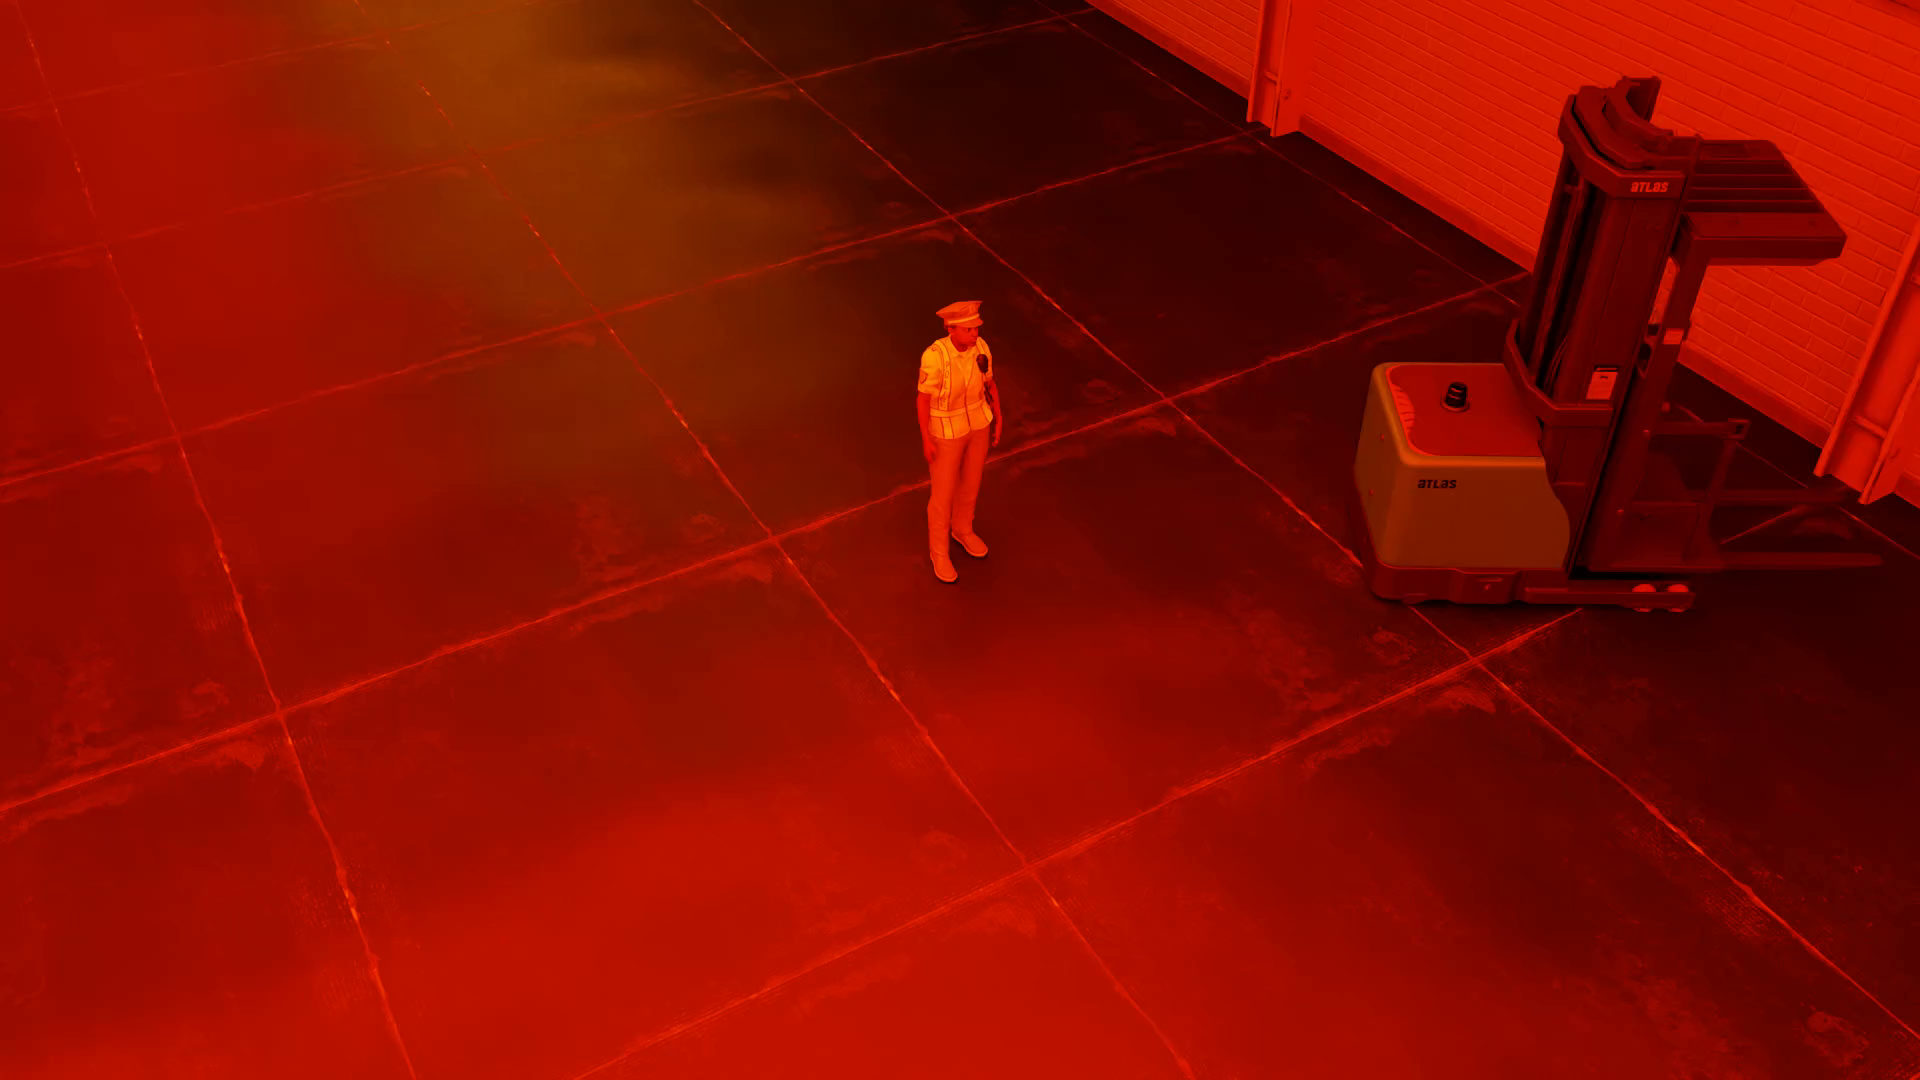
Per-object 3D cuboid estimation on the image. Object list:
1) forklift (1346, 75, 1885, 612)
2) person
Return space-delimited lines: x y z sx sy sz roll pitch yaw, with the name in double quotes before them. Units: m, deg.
"forklift" 3.953 -1.047 9.298 3.031 2.935 1.130 1 40 1
"person" 0.021 -0.610 9.729 0.570 1.697 0.528 -20 44 -23
